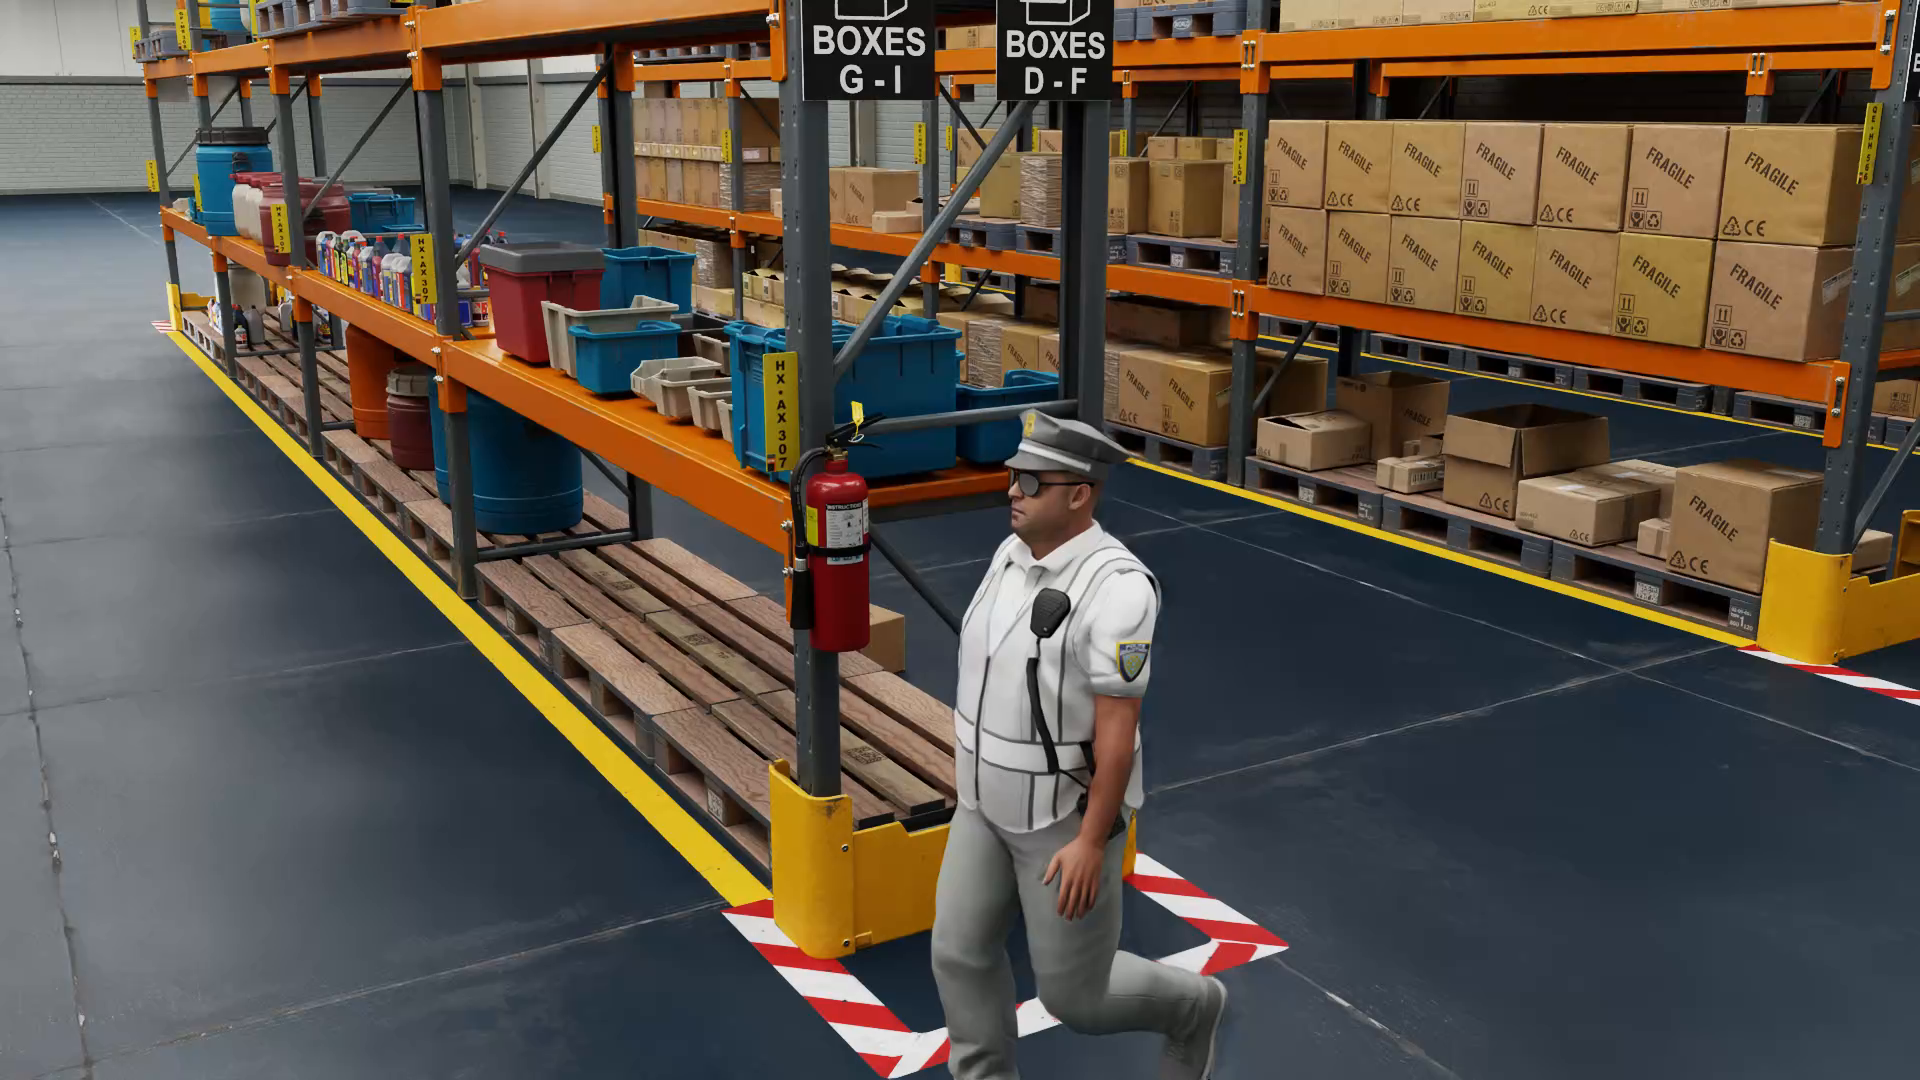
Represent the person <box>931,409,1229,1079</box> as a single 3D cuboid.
[{"bbox_3d":[0.232,0.563,3.755,0.814,1.747,0.529,-11,18,-36],"label":"person"}]
